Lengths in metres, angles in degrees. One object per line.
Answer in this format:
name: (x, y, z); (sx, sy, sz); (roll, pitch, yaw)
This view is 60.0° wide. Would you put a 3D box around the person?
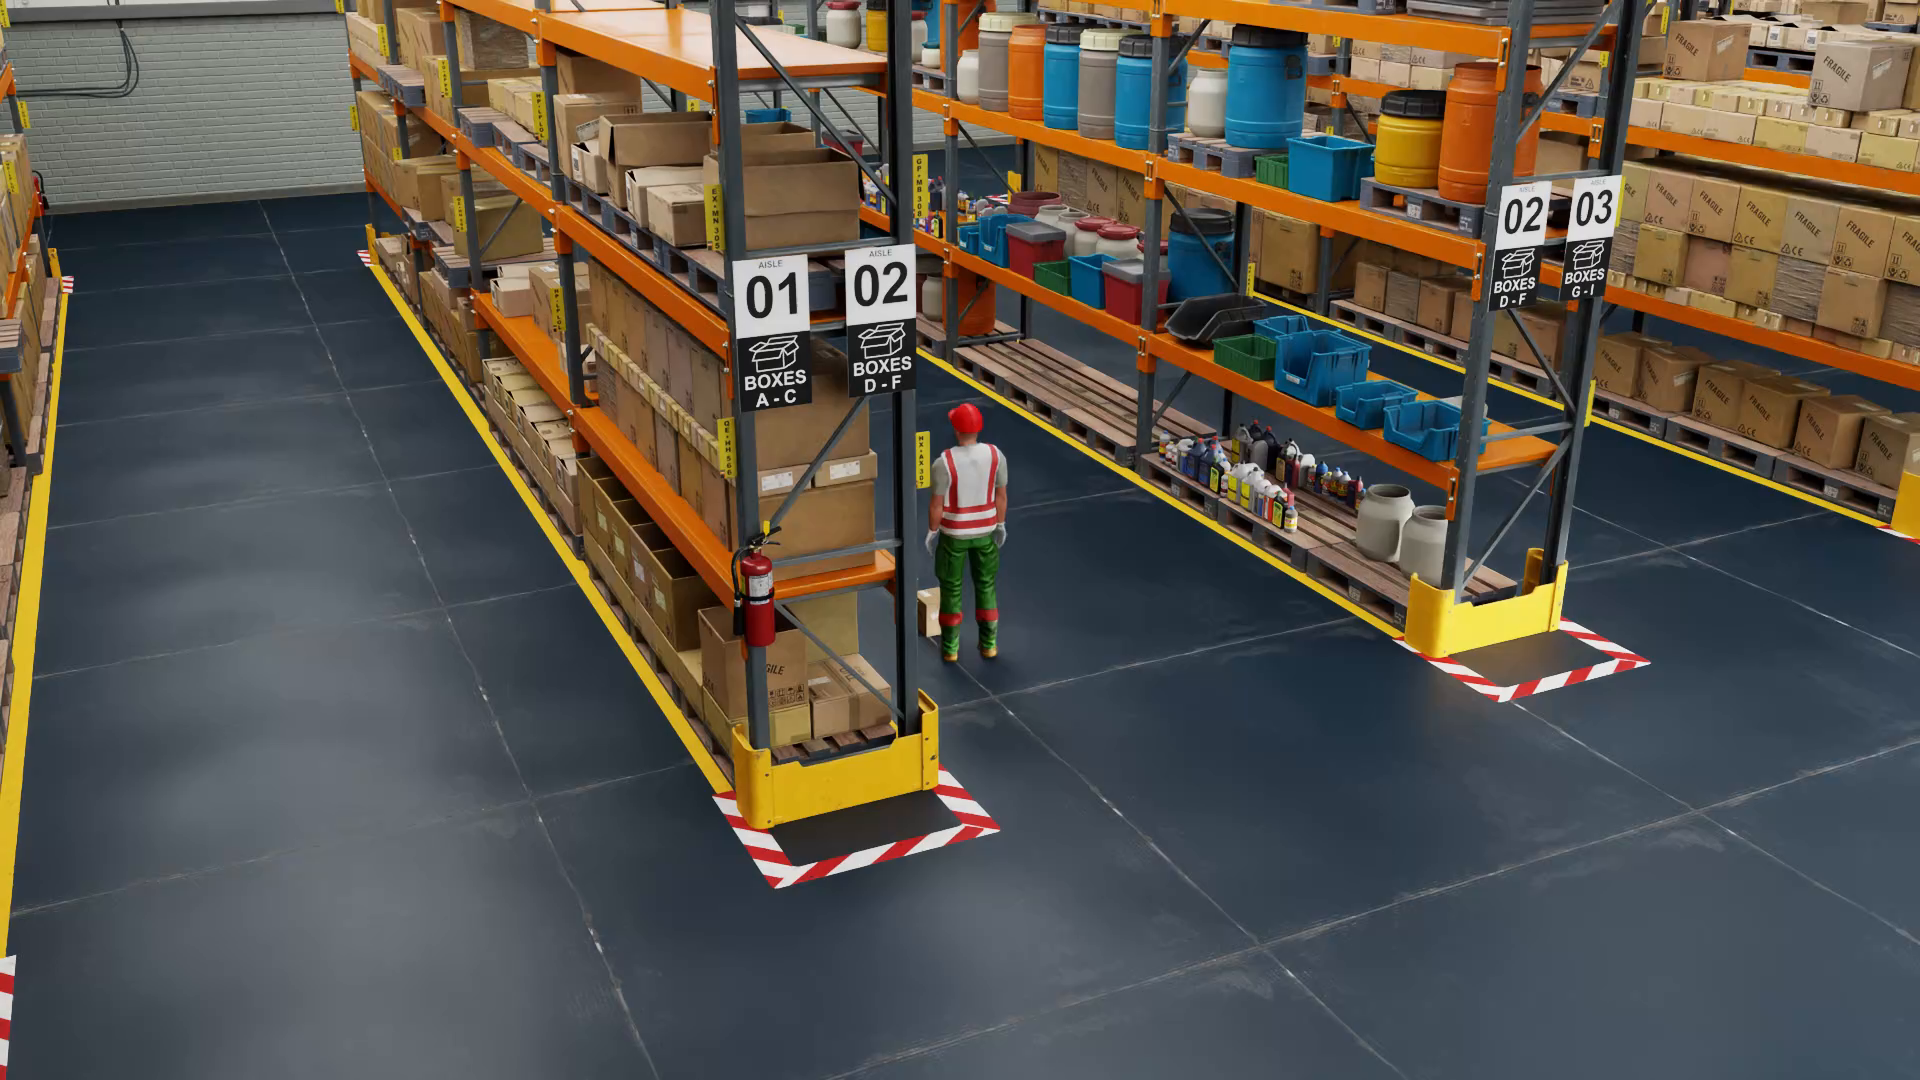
person: (0.043, -0.056, 11.093); (0.556, 1.808, 0.337); (-7, 23, -16)
